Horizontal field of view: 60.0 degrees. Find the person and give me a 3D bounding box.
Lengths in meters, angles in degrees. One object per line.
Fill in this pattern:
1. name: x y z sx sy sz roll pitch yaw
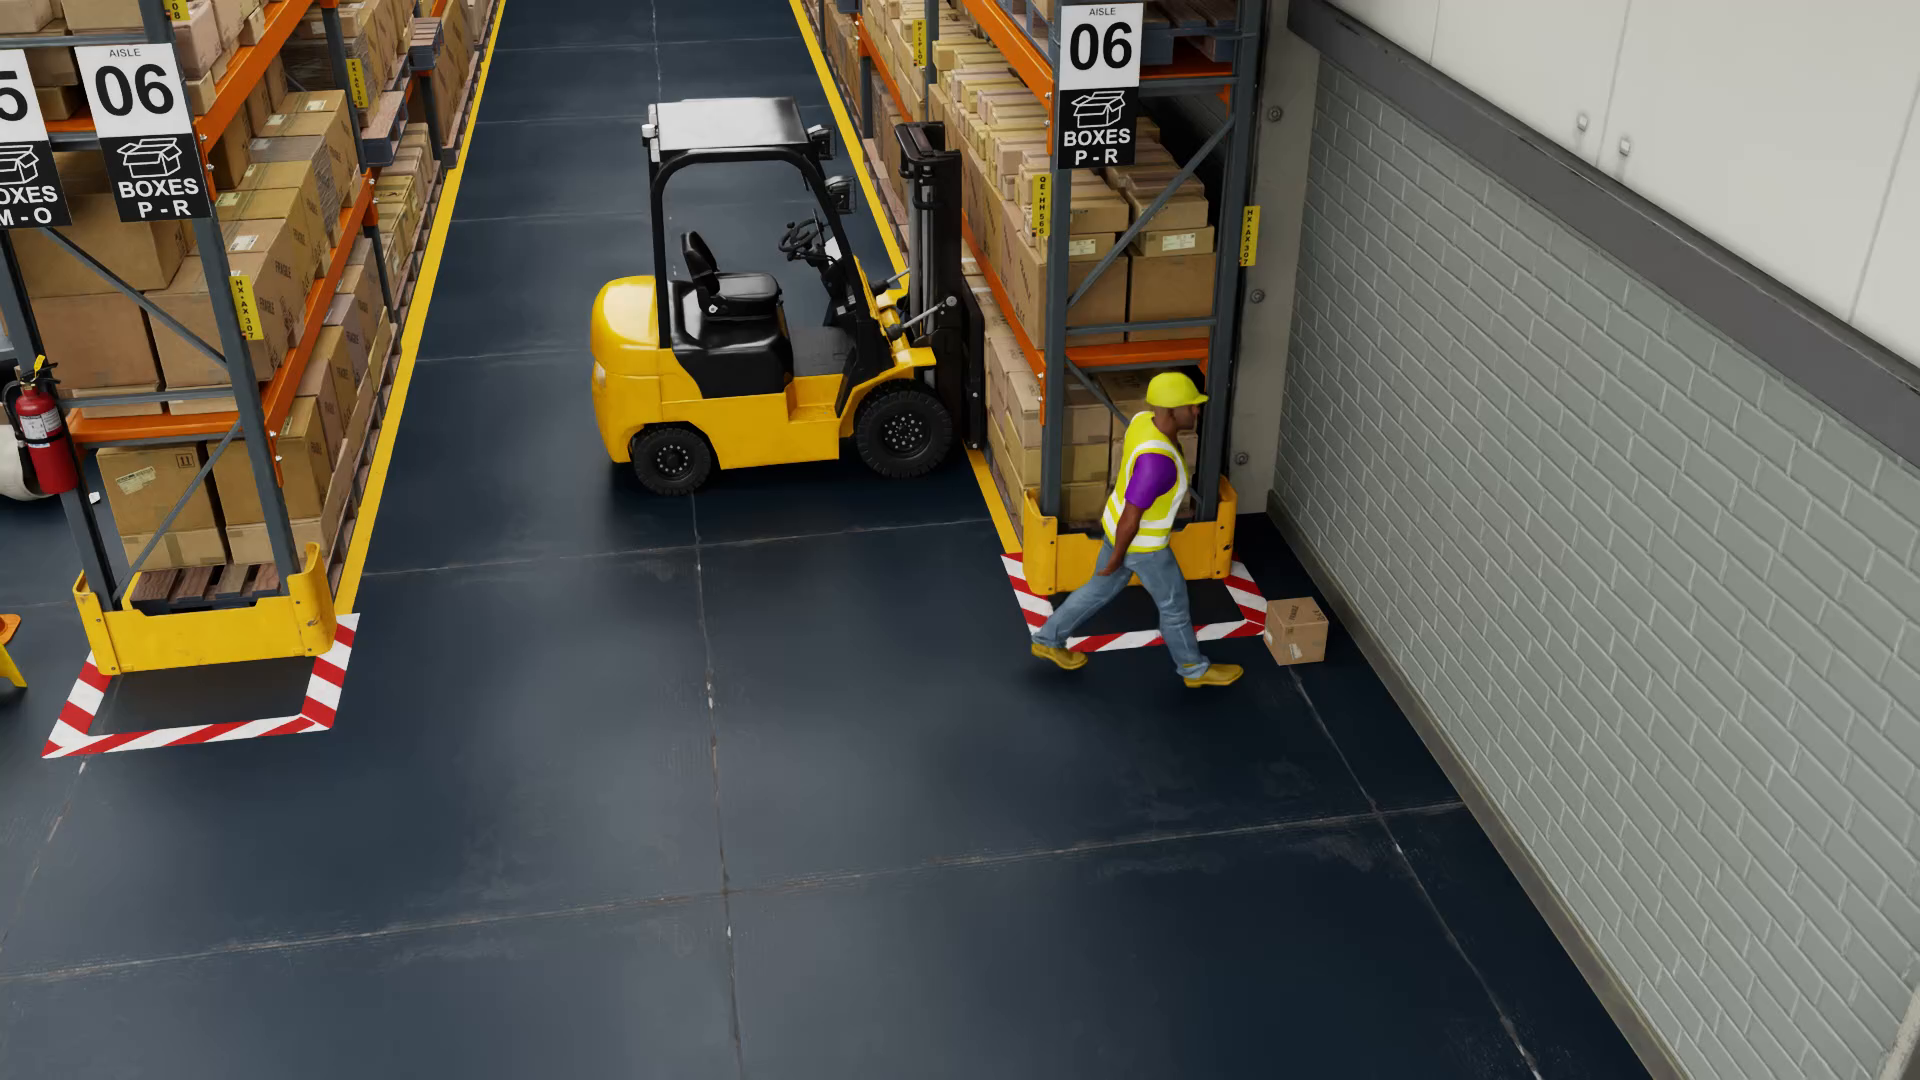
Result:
1. person: 0.909 -0.040 8.192 1.057 1.708 0.569 -3 31 -5
